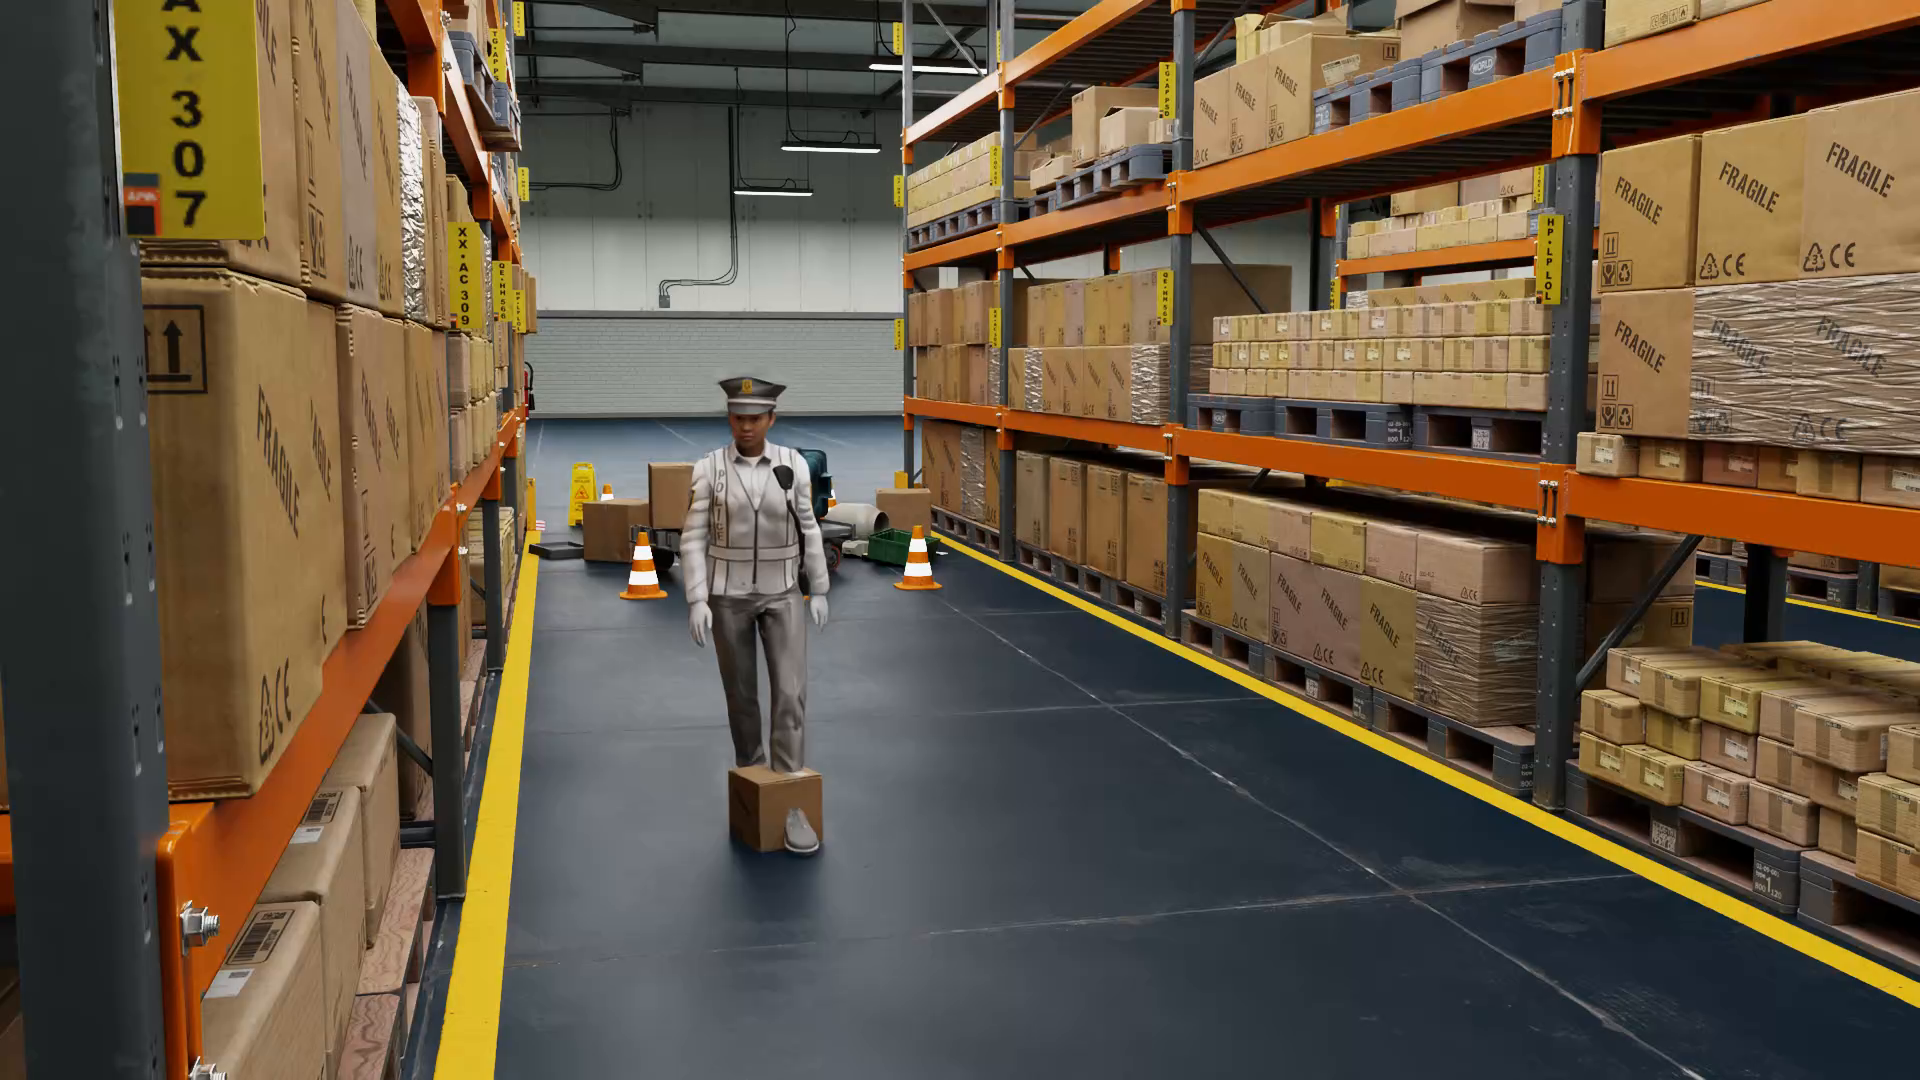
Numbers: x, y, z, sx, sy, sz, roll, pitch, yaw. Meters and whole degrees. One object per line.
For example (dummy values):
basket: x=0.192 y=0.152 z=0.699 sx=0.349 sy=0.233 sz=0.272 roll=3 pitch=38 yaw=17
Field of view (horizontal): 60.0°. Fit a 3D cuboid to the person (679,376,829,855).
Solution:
person: x=-0.741 y=0.228 z=6.051 sx=0.549 sy=1.640 sz=0.880 roll=-1 pitch=6 yaw=-7
